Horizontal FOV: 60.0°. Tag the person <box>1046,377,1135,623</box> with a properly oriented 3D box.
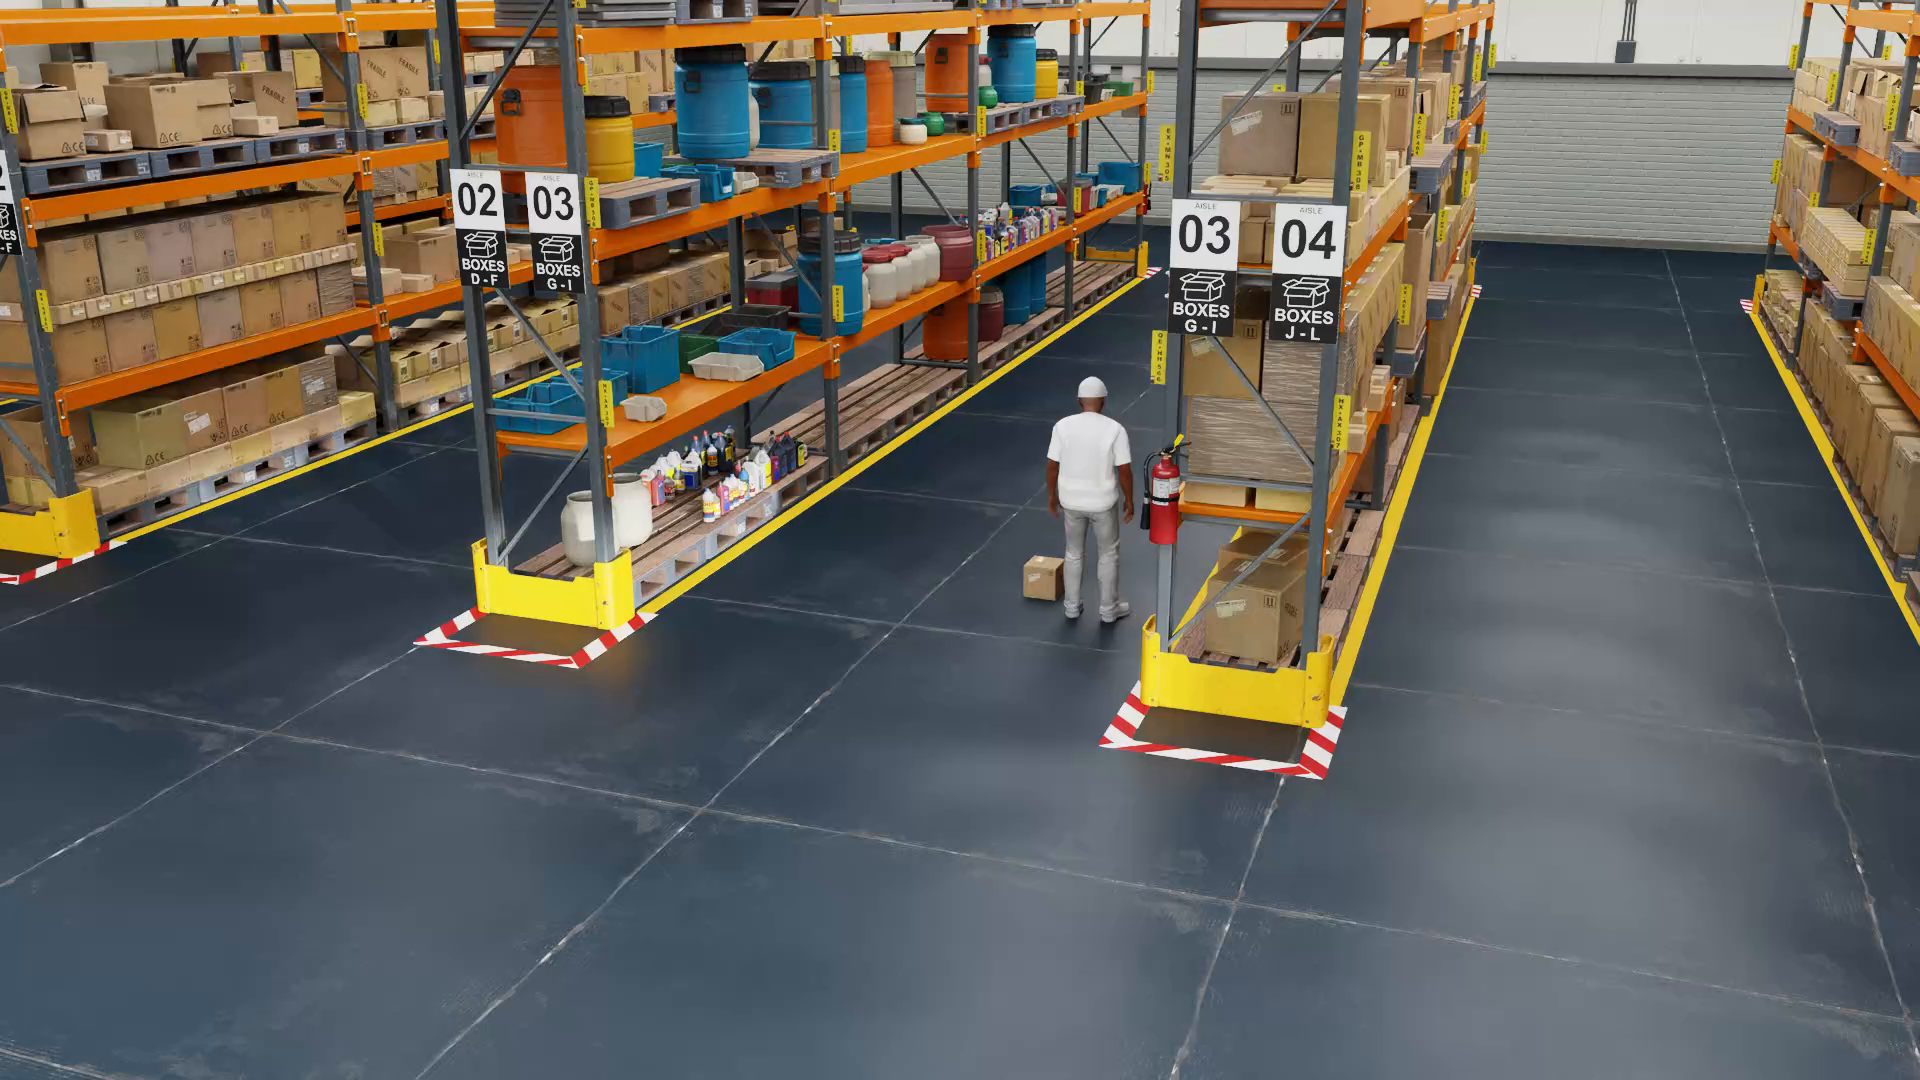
[{"bbox_3d":[0.934,-0.294,11.909,0.635,1.760,0.455,6,20,19],"label":"person"}]
